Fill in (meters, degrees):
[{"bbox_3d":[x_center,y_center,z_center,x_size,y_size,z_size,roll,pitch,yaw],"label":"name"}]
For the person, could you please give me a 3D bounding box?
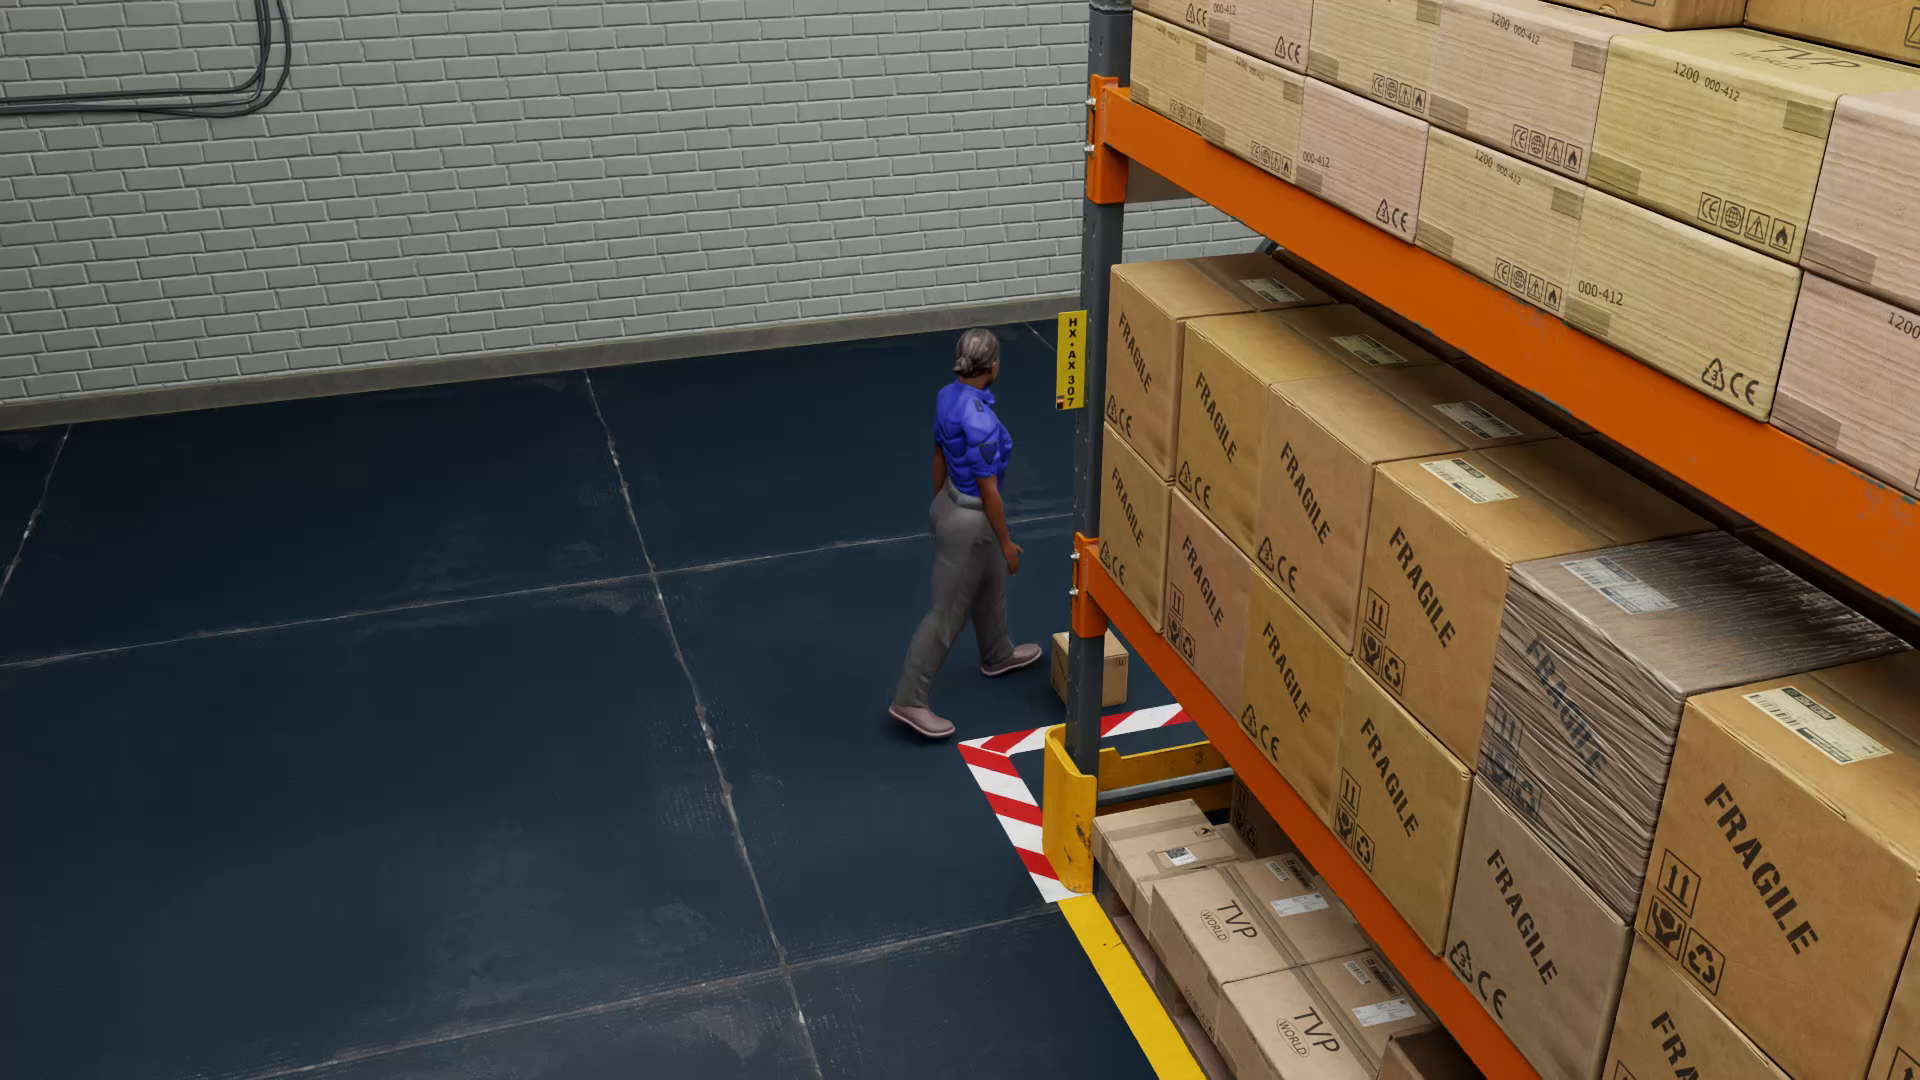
[{"bbox_3d":[0.046,-0.052,6.739,0.770,1.633,0.590,-6,27,-12],"label":"person"}]
